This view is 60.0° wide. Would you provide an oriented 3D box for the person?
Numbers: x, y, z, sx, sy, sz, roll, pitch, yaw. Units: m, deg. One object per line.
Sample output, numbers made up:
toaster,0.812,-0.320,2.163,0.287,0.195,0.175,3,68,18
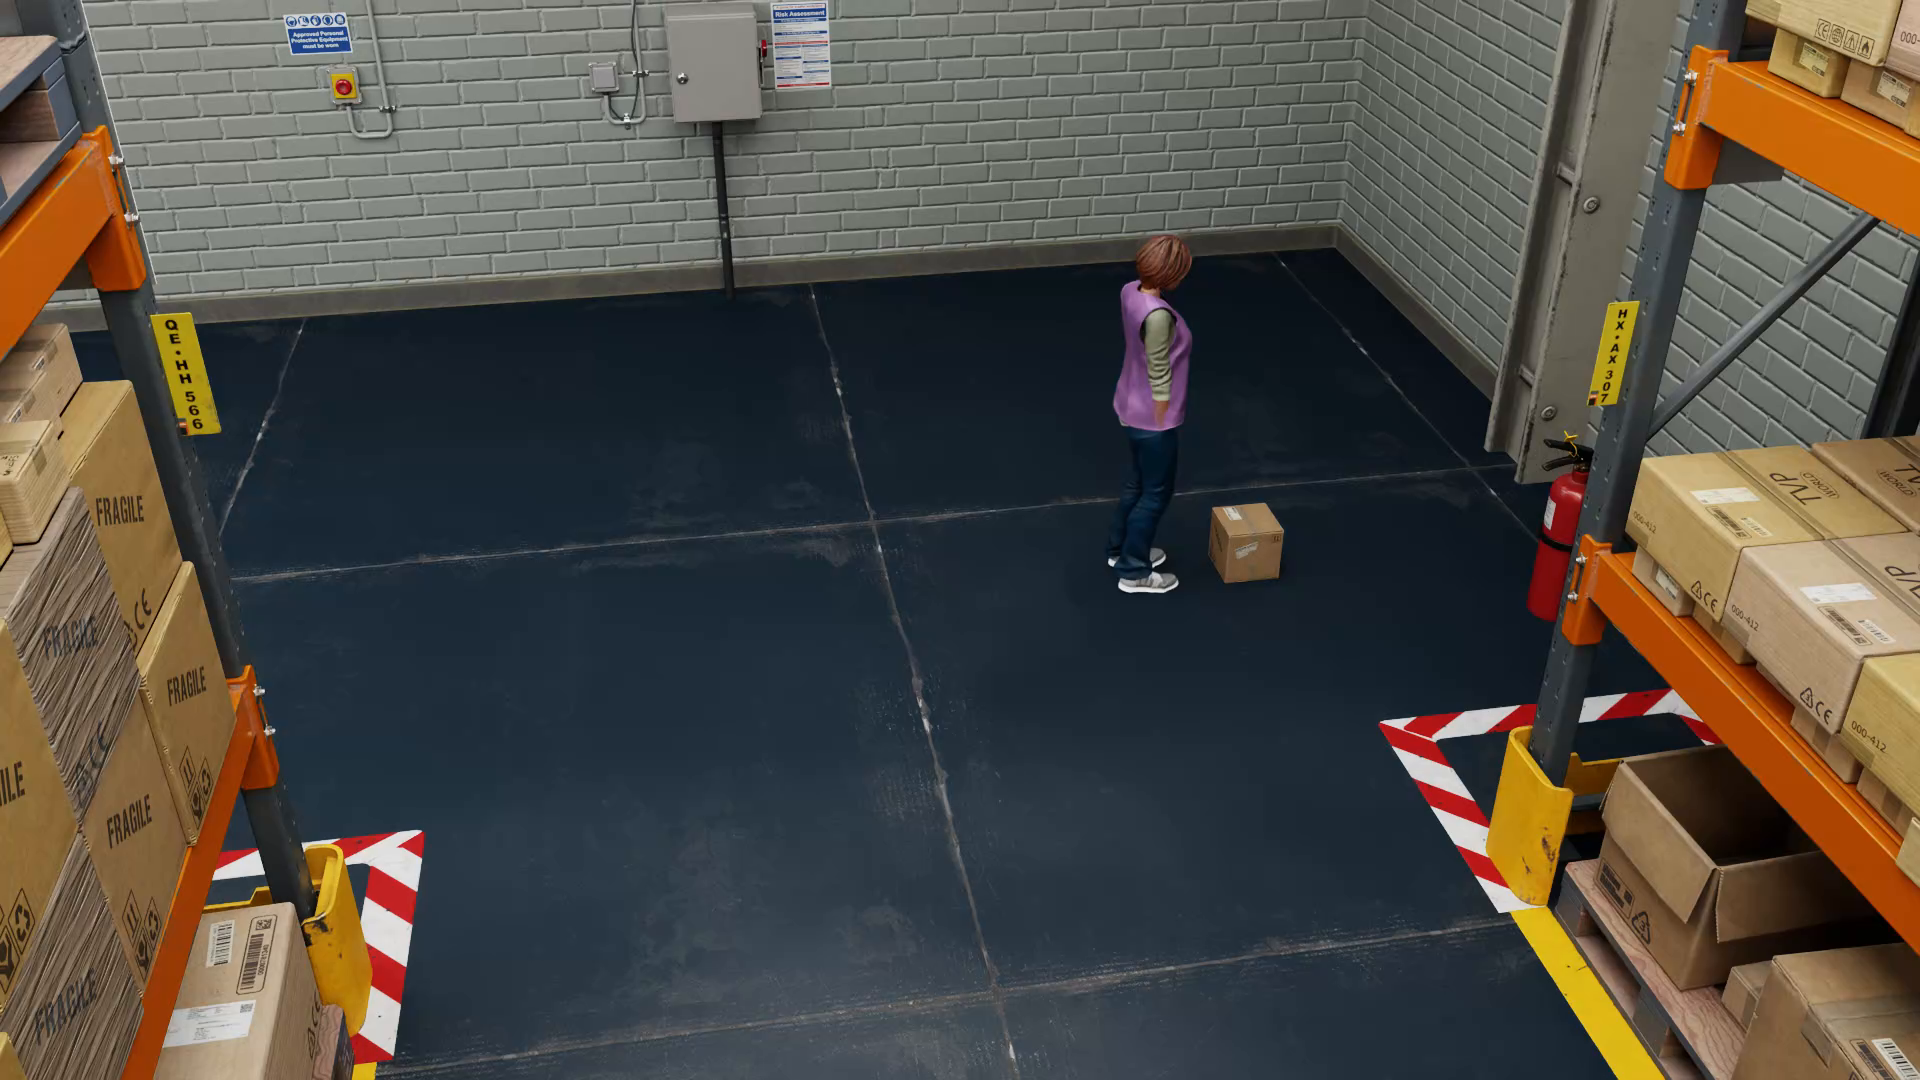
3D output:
person,0.797,-0.526,7.033,0.299,1.583,0.407,-5,31,-8
